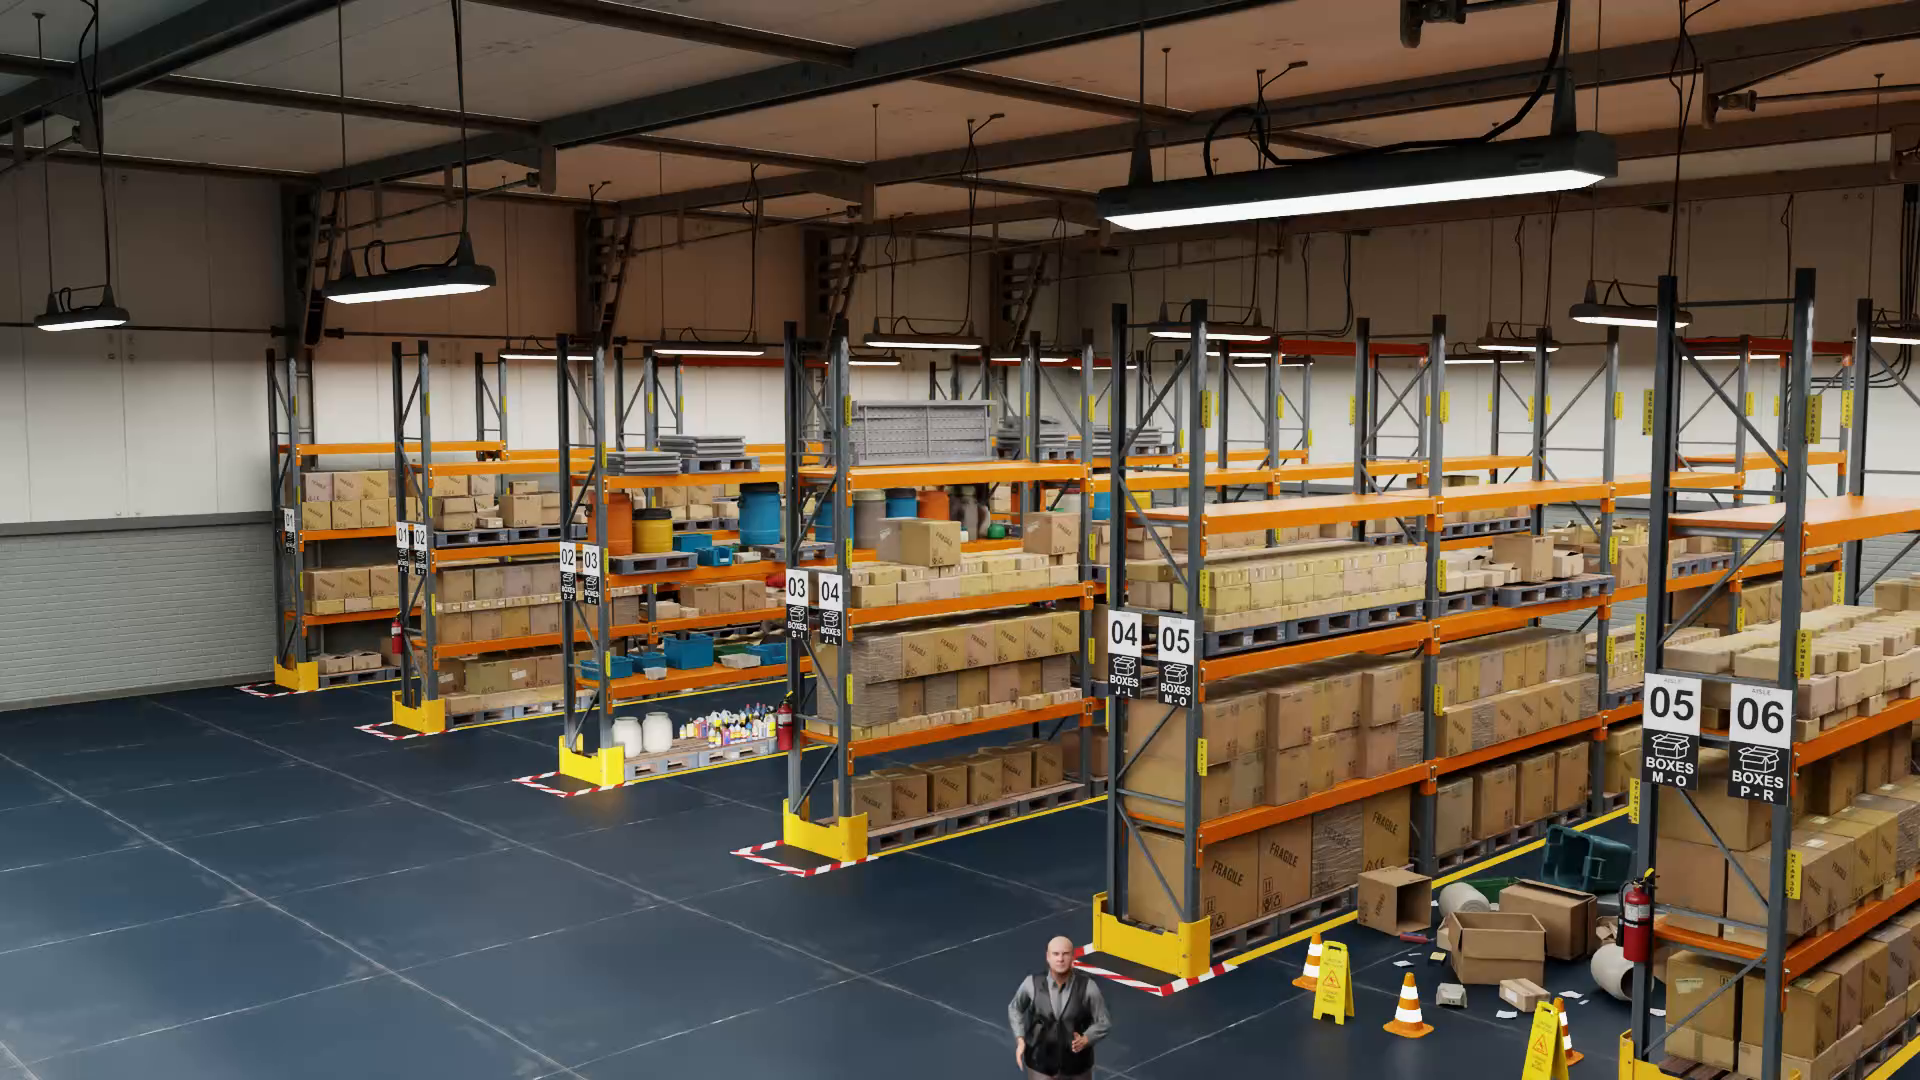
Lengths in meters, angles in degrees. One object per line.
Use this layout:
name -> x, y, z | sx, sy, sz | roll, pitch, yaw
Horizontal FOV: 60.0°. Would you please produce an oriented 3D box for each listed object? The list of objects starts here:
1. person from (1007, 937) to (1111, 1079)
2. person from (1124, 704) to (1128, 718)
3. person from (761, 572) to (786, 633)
person -> 0.637, 3.393, 10.702 | 0.669, 1.697, 0.875 | 0, 5, 3
person -> 2.858, 1.837, 25.523 | 0.915, 1.797, 0.684 | -4, 7, -41
person -> -3.815, 1.330, 34.116 | 0.890, 1.728, 0.653 | -5, 7, -44
